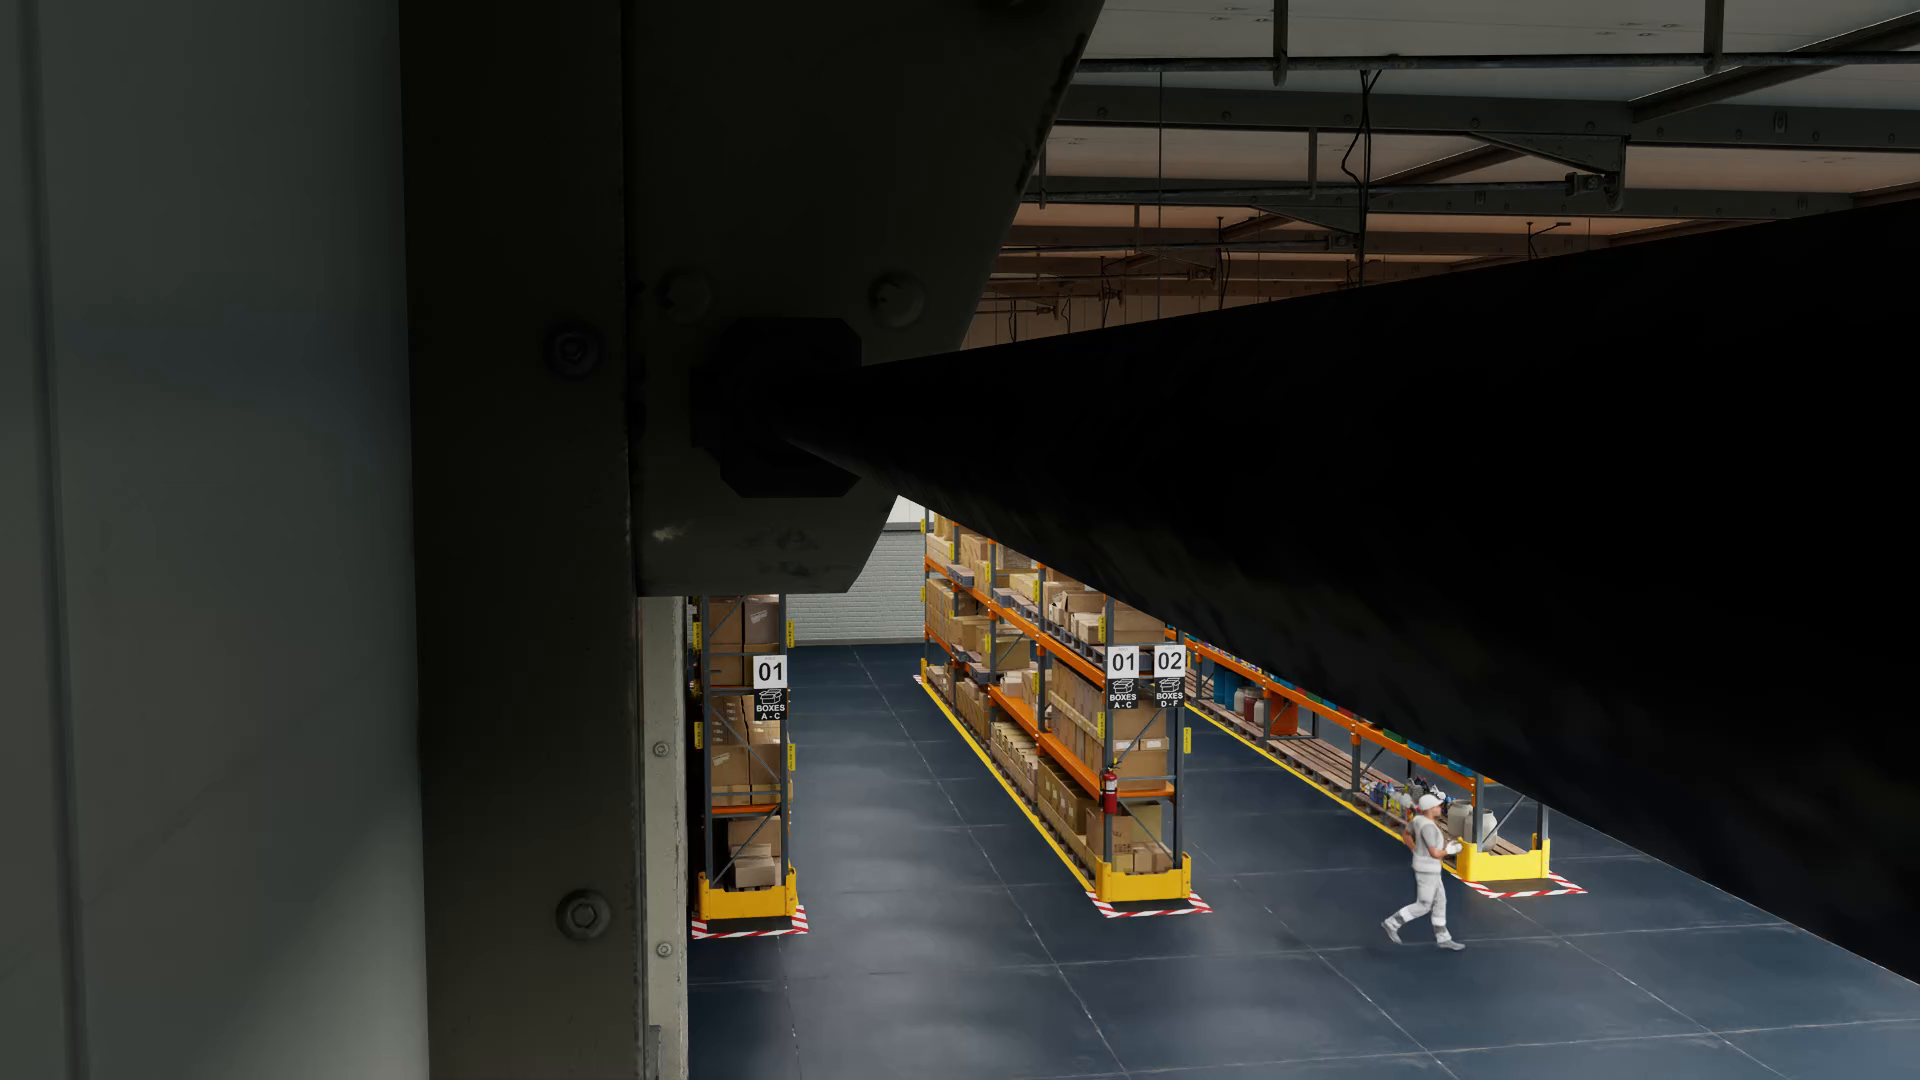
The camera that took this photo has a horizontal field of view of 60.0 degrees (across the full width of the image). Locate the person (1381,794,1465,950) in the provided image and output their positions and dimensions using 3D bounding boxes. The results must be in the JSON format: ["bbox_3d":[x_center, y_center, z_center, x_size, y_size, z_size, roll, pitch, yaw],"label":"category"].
[{"bbox_3d":[5.264,3.757,18.854,0.941,1.774,0.665,1,5,9],"label":"person"}]
